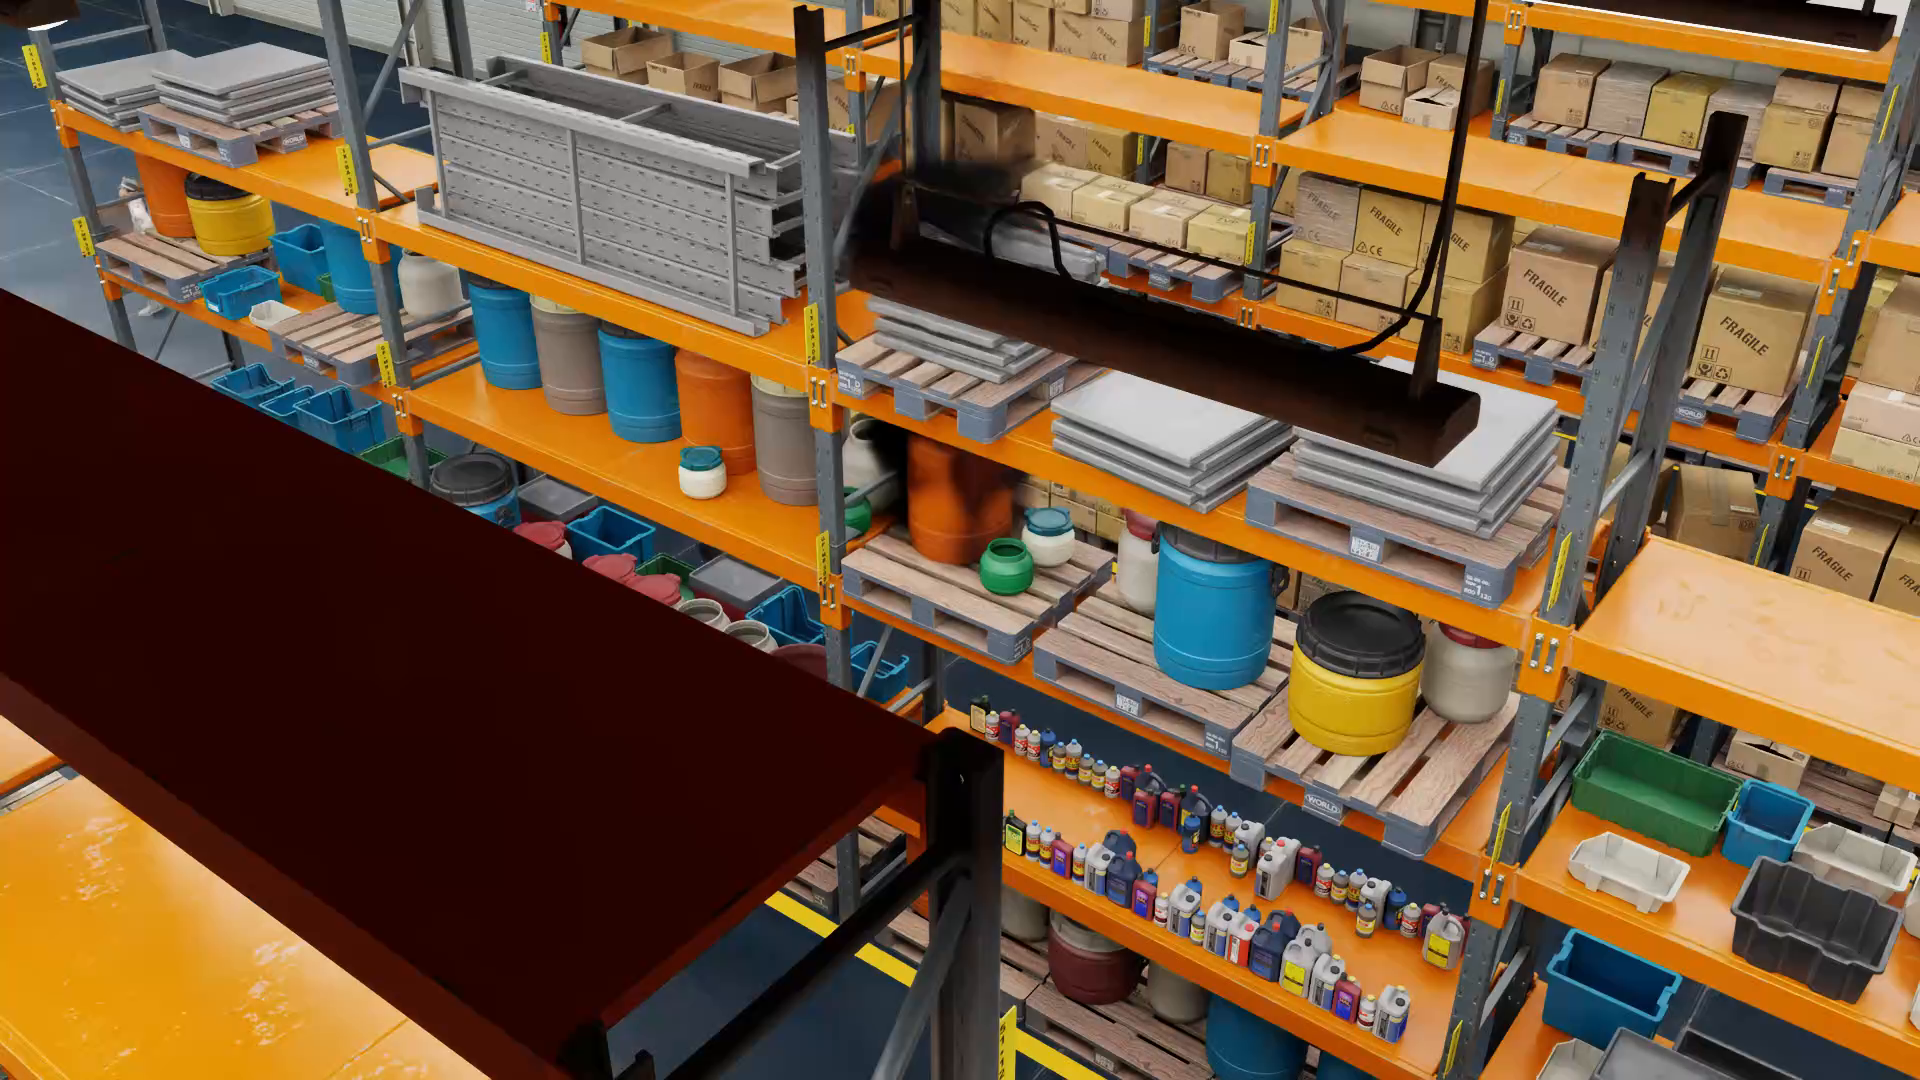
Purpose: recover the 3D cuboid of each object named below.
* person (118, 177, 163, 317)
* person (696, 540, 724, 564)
[{"bbox_3d":[-9.438,-3.434,19.341,0.611,1.657,0.639,-16,35,-24],"label":"person"},{"bbox_3d":[-2.014,-0.073,13.783,0.573,1.643,0.838,-27,40,-36],"label":"person"}]
